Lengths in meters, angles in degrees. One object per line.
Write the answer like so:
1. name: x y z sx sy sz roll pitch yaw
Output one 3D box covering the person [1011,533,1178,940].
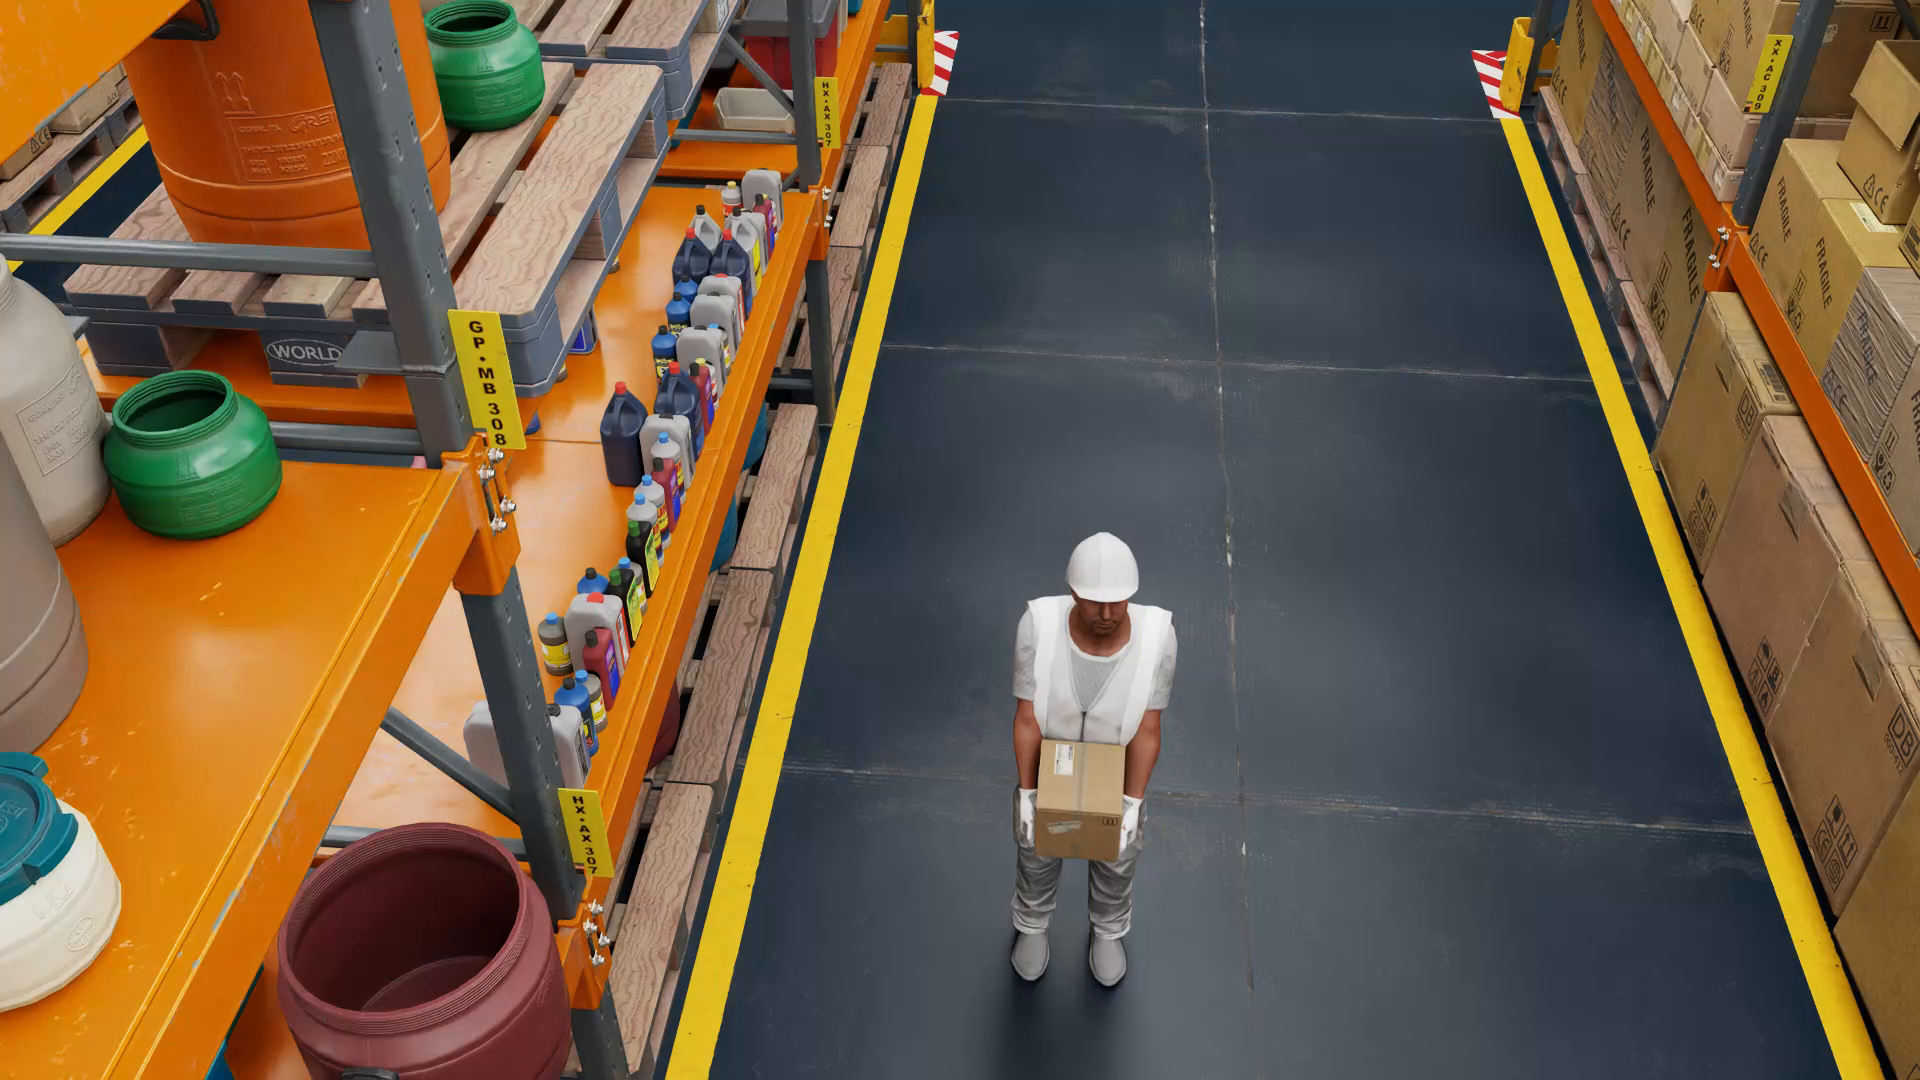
1. person: 0.392 0.761 5.181 0.488 1.720 0.569 4 40 5
